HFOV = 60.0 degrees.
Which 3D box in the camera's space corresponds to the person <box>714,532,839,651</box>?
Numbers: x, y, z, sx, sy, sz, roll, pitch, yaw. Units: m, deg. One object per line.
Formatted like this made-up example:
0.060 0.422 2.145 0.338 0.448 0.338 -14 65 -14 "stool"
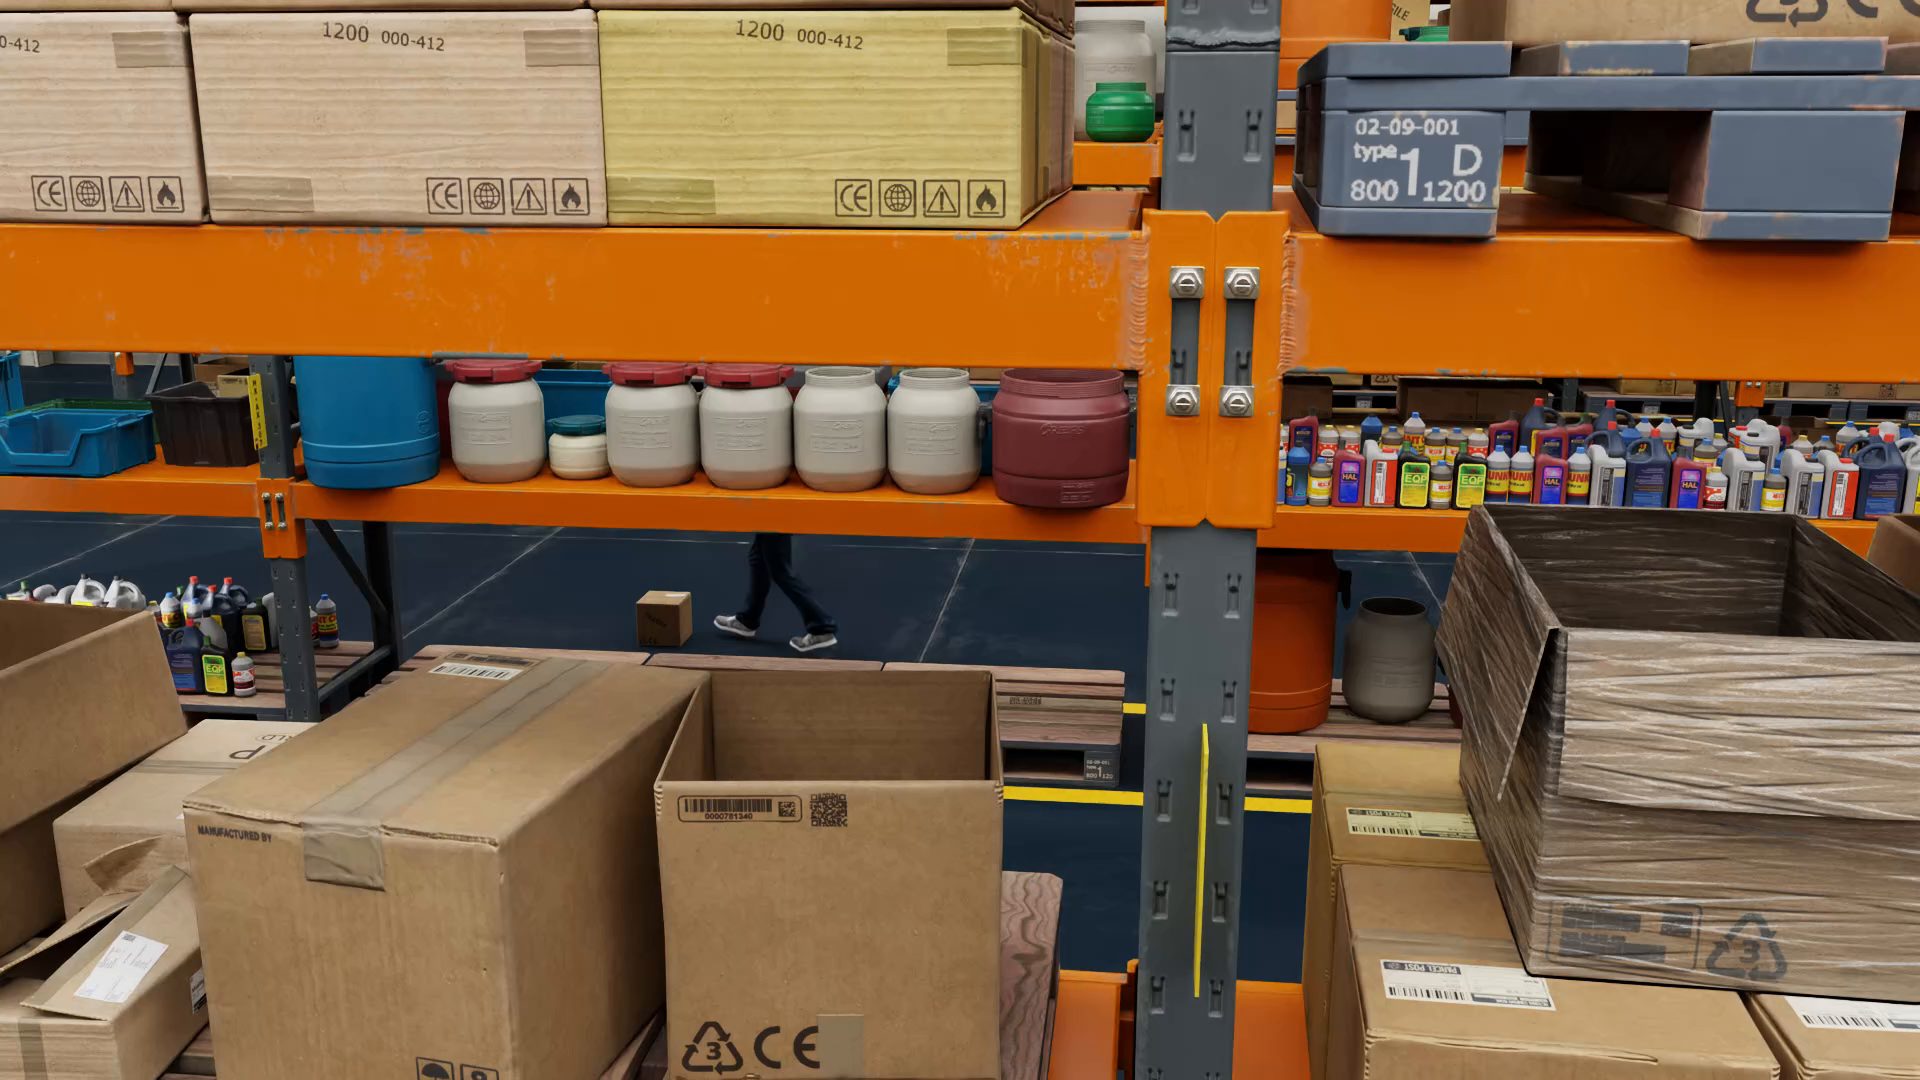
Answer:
-1.052 -0.169 9.159 0.846 1.554 0.418 4 15 17 "person"
